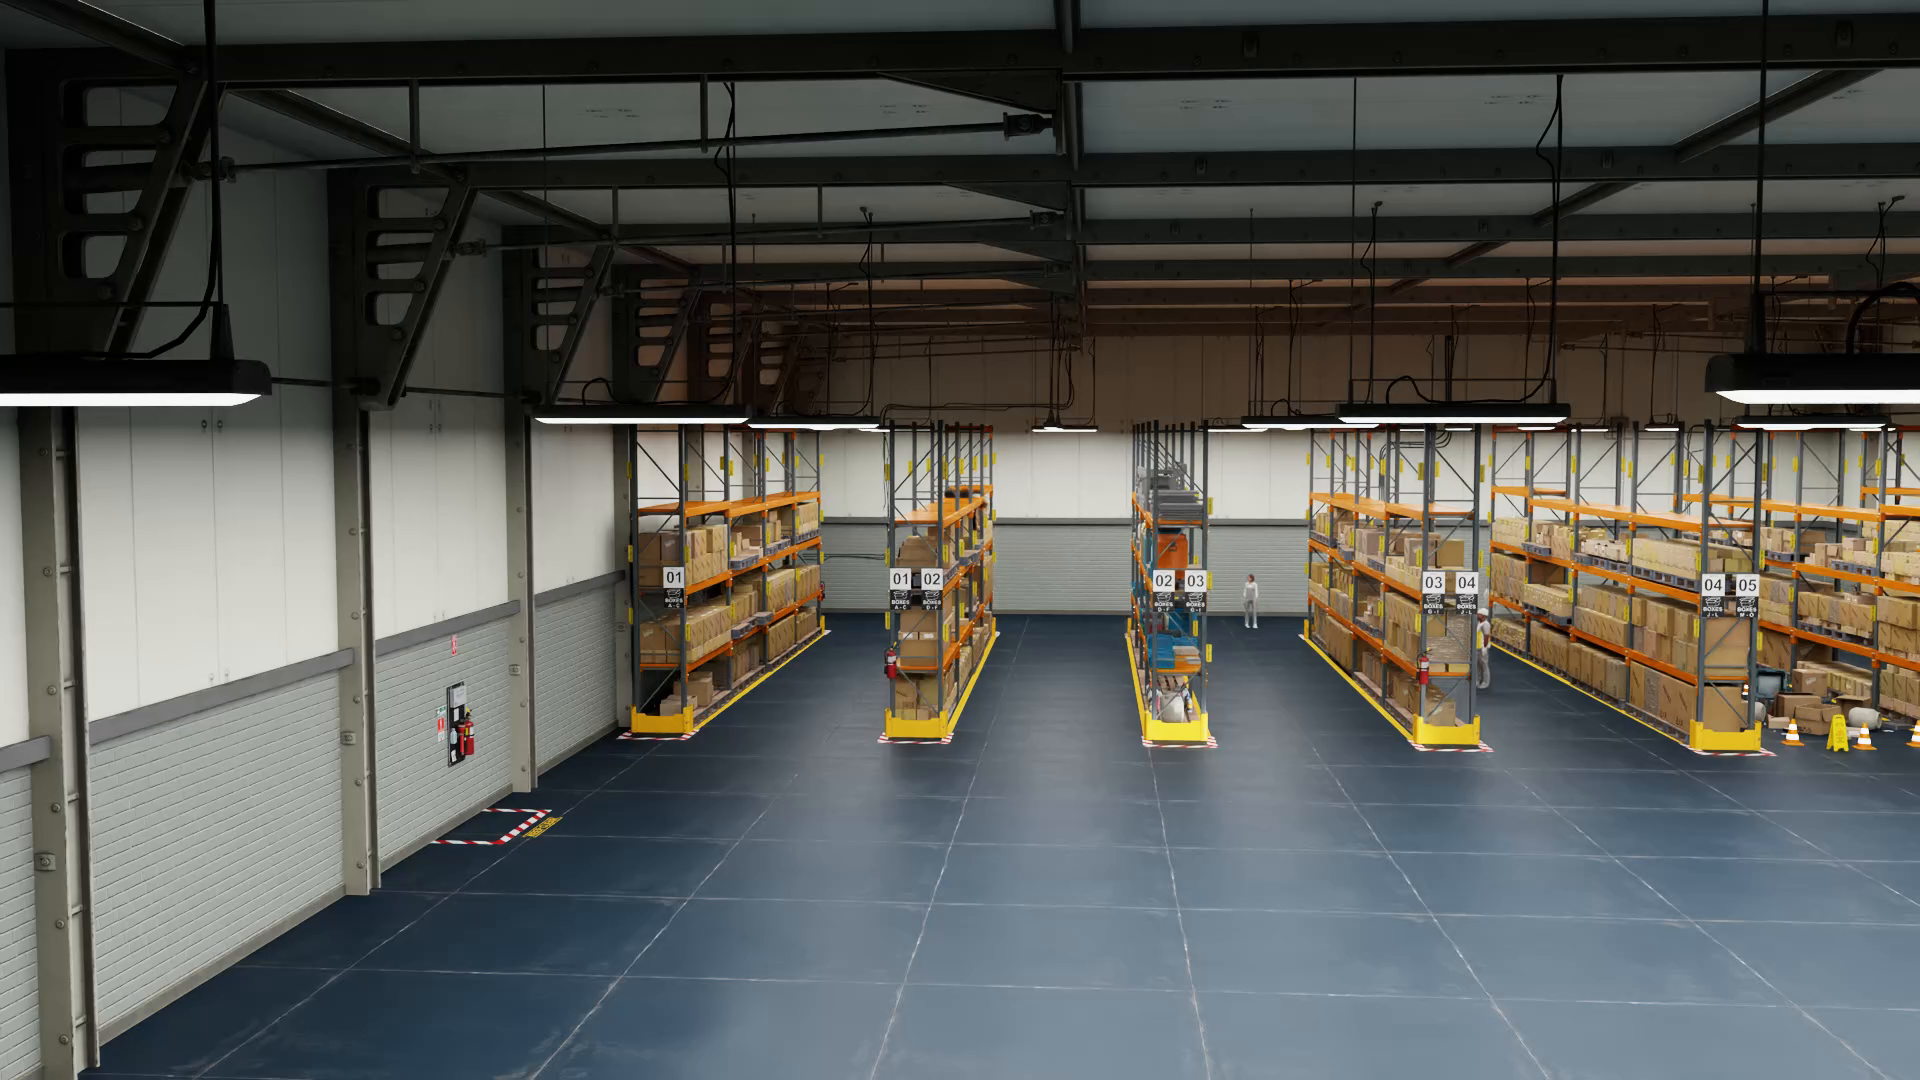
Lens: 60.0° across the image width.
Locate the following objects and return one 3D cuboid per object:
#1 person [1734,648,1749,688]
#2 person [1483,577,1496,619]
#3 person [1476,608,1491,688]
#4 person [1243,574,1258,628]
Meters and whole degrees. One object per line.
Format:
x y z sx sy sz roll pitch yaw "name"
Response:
17.618 2.456 37.534 0.602 1.784 0.772 0 4 -7 "person"
15.231 1.867 47.644 0.836 1.637 0.518 0 4 0 "person"
11.810 2.437 37.666 0.409 1.791 0.609 -1 4 -15 "person"
8.618 1.818 49.312 0.417 1.581 0.533 1 4 8 "person"
